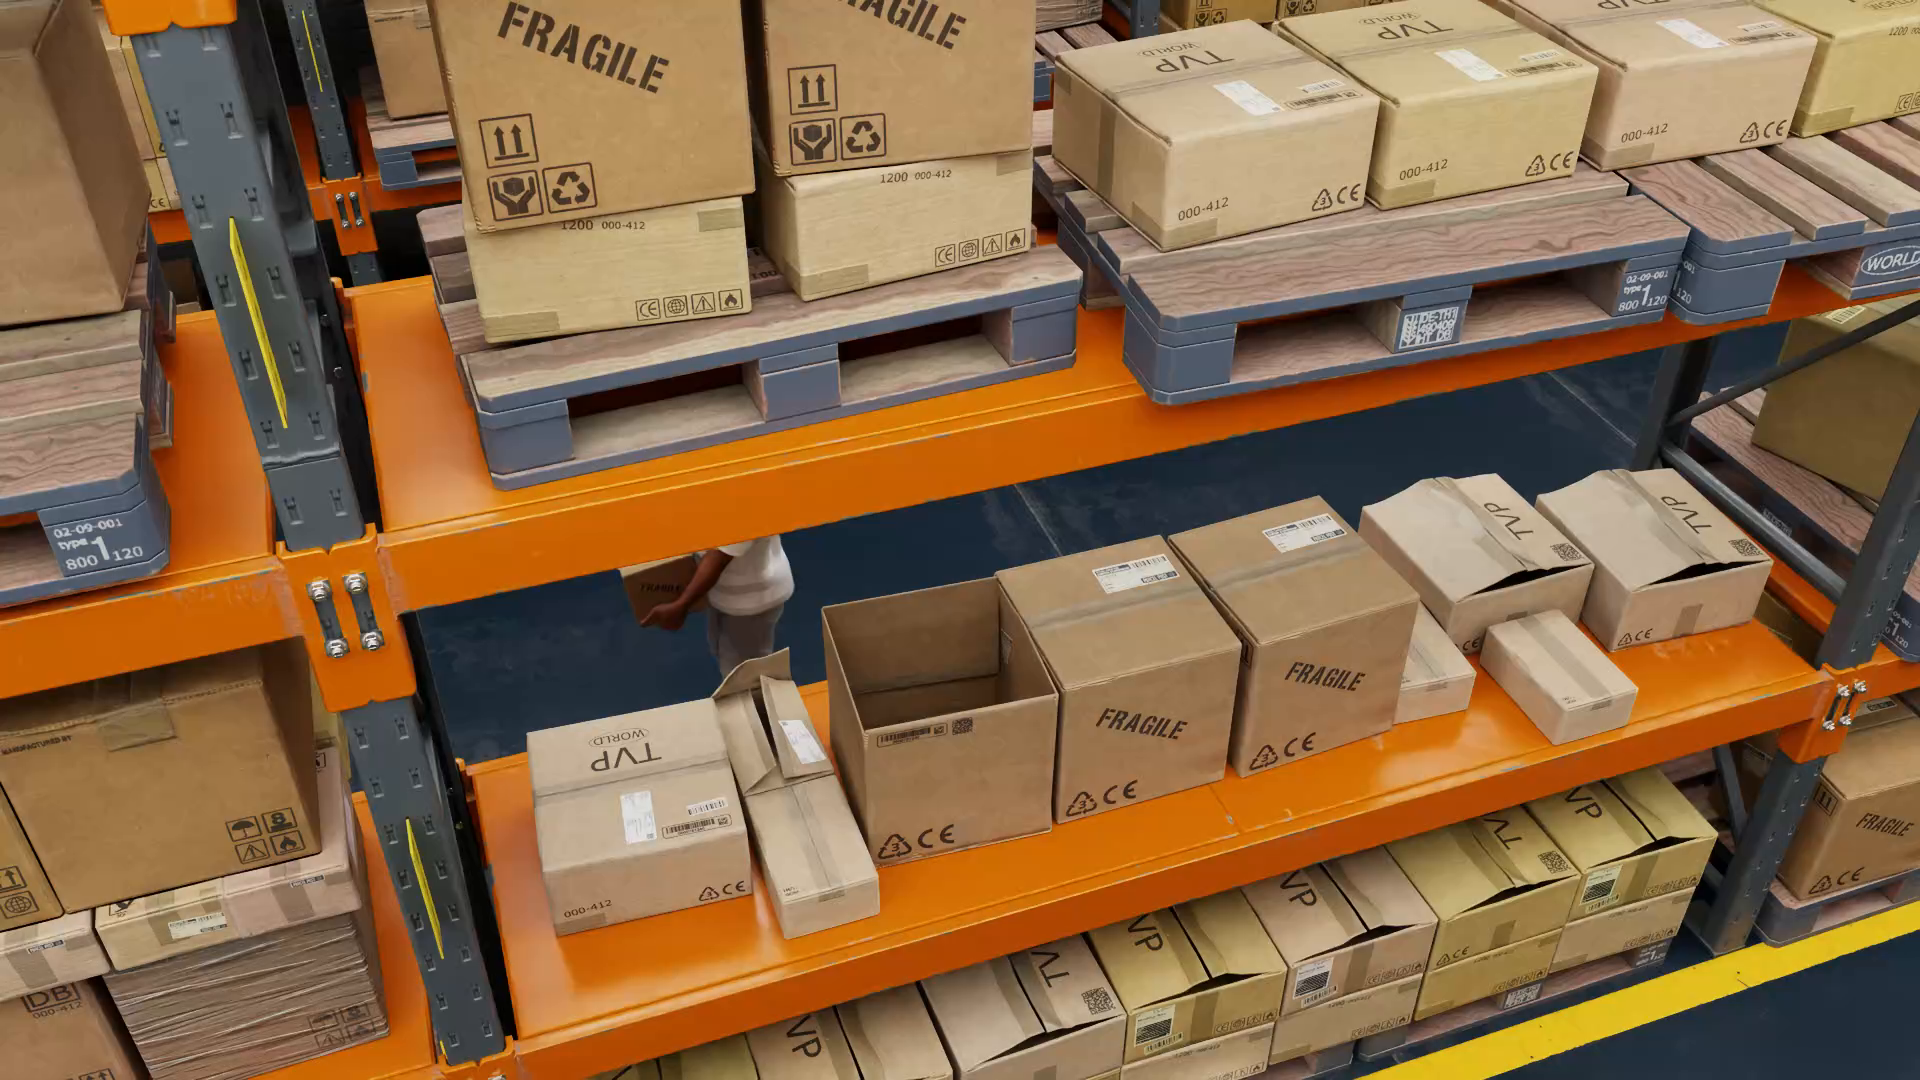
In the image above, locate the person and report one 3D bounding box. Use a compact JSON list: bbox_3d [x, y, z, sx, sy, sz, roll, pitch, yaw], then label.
[{"bbox_3d":[-0.874,0.186,5.891,0.559,1.763,0.505,-13,39,-16],"label":"person"}]
